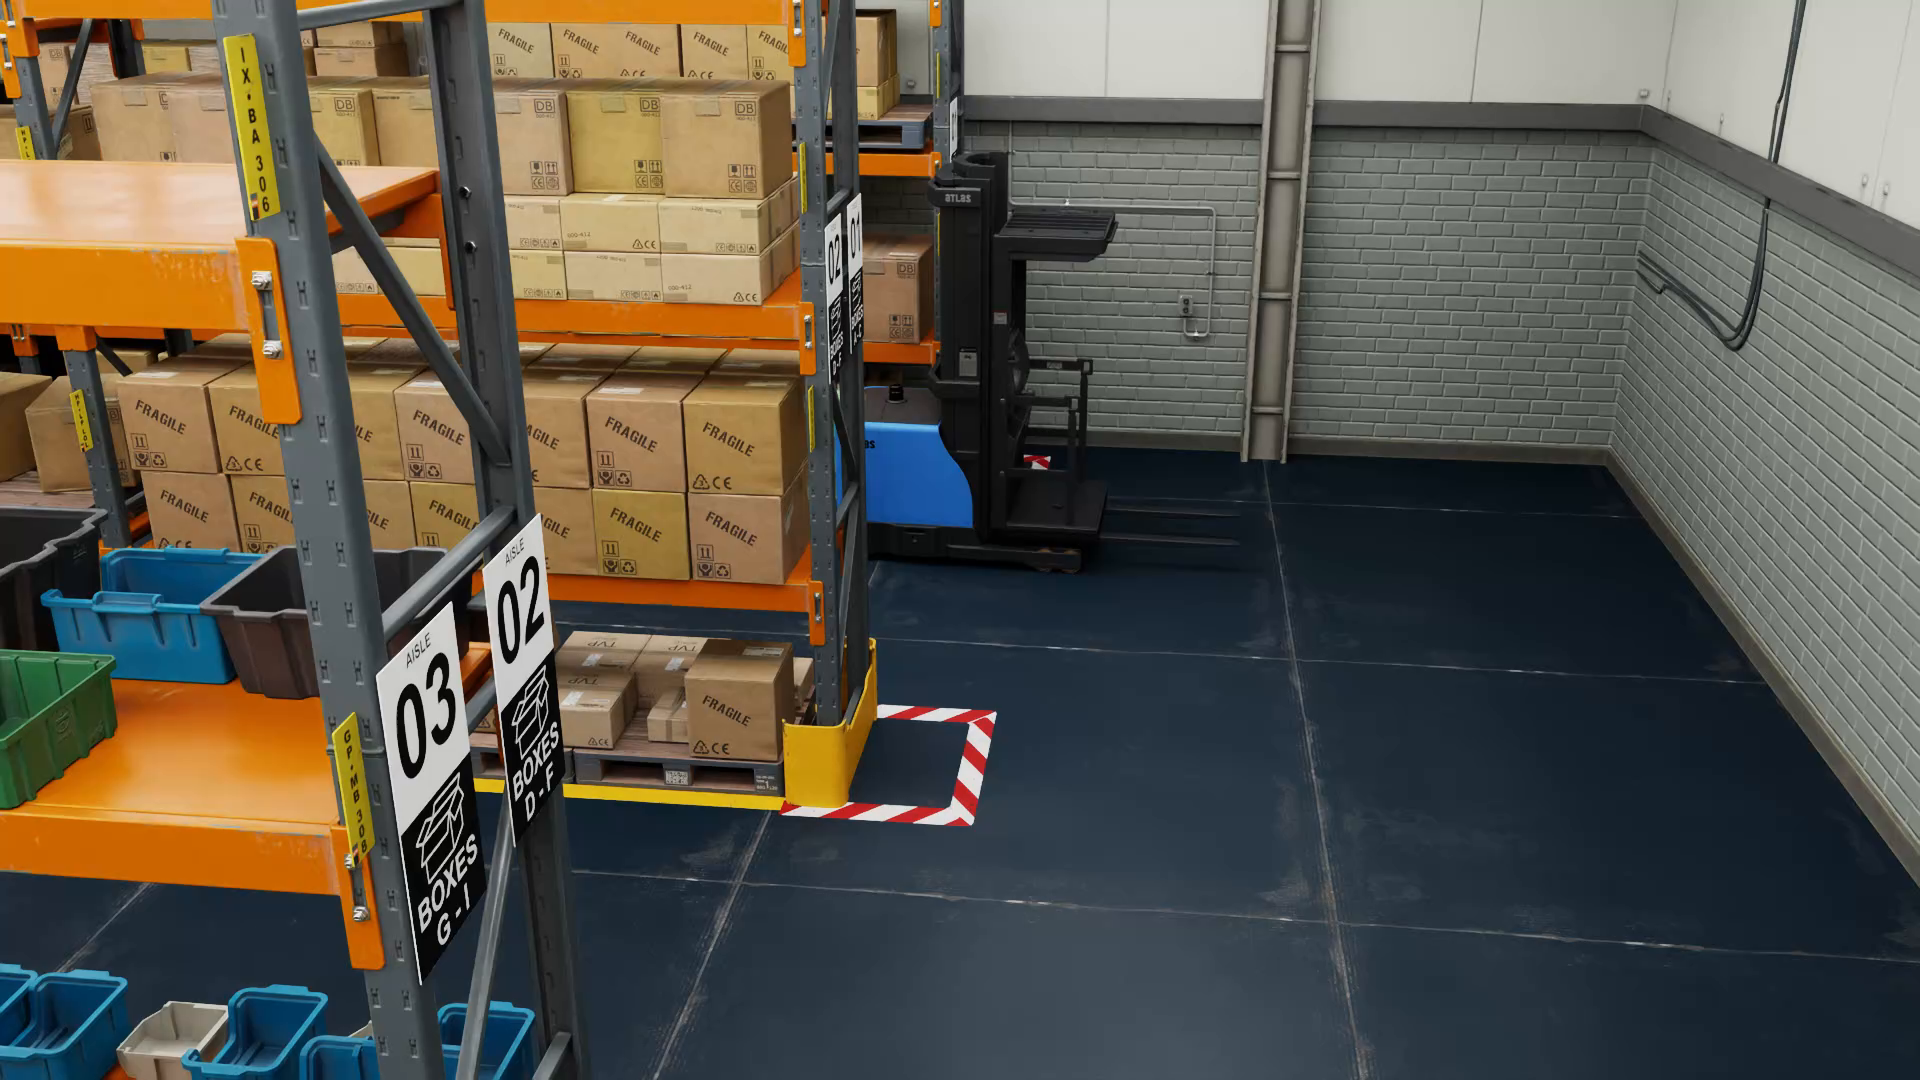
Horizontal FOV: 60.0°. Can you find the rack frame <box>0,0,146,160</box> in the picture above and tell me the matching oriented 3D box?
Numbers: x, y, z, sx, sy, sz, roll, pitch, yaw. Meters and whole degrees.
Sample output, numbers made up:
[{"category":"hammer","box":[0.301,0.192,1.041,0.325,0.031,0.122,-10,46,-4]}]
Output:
[{"category":"rack frame","box":[-4.636,-3.090,8.516,0.127,3.000,1.000,2,22,6]}]

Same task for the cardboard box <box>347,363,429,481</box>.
[{"category":"cardboard box","box":[-3.178,-0.644,8.993,0.500,0.500,0.500,2,22,5]}]

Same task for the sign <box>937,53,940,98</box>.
[{"category":"sign","box":[-0.162,-3.508,12.557,0.005,0.325,0.100,2,22,6]}]

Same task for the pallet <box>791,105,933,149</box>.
[{"category":"pallet","box":[-0.822,-3.318,13.293,1.213,0.211,1.003,2,22,6]}]

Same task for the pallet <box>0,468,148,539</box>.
[{"category":"pallet","box":[-5.417,-0.285,9.843,1.213,0.211,1.003,2,22,6]}]

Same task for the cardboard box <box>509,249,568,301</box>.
[{"category":"cardboard box","box":[-2.198,-1.421,8.578,0.500,0.250,0.500,2,22,6]}]

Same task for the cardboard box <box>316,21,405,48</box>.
[{"category":"cardboard box","box":[-4.915,-4.190,13.623,0.500,0.250,0.500,4,22,10]}]

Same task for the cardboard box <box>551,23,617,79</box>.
[{"category":"cardboard box","box":[-2.871,-3.872,13.050,0.500,0.500,0.500,2,22,5]}]

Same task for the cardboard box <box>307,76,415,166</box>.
[{"category":"cardboard box","box":[-3.171,-2.107,8.613,0.500,0.500,0.700,2,22,6]}]

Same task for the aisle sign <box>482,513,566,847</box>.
[{"category":"aisle sign","box":[-1.144,0.367,4.396,0.004,0.787,0.394,2,22,6]}]

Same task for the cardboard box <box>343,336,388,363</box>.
[{"category":"cardboard box","box":[-3.594,-0.863,9.547,0.500,0.500,0.500,2,22,5]}]

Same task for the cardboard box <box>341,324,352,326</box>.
[{"category":"cardboard box","box":[-5.200,-1.933,14.063,0.250,0.149,0.380,3,22,6]}]

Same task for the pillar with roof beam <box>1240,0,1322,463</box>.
[{"category":"pillar with roof beam","box":[2.192,-3.353,9.181,0.400,9.000,9.100,2,22,6]}]

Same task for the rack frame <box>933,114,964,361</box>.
[{"category":"rack frame","box":[-0.084,-1.936,13.757,0.127,3.000,1.000,2,22,6]}]

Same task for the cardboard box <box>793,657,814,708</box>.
[{"category":"cardboard box","box":[-1.039,0.850,9.988,0.250,0.149,0.380,2,22,6]}]

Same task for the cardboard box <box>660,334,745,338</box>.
[{"category":"cardboard box","box":[-2.072,-2.158,13.909,0.700,0.700,0.980,1,22,4]}]

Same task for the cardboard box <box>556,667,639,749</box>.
[{"category":"cardboard box","box":[-2.172,0.961,9.570,0.500,0.250,0.500,2,22,6]}]

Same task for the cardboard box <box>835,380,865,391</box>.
[{"category":"cardboard box","box":[-0.940,-1.203,13.850,0.250,0.149,0.380,2,22,6]}]

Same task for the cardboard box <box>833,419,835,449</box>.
[{"category":"cardboard box","box":[-0.791,-0.963,14.123,0.500,0.500,0.700,2,22,6]}]

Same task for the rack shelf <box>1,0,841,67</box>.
[{"category":"rack shelf","box":[-2.650,-2.668,8.430,4.000,0.370,1.077,2,22,6]}]

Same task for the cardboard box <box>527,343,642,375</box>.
[{"category":"cardboard box","box":[-2.090,-0.797,9.381,0.500,0.500,0.500,3,22,7]}]

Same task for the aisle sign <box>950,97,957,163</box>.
[{"category":"aisle sign","box":[-0.048,-3.032,12.994,0.004,0.787,0.394,2,22,6]}]

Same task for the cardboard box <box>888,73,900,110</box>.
[{"category":"cardboard box","box":[-0.780,-3.624,13.444,0.500,0.250,0.500,4,22,9]}]

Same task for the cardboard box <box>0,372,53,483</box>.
[{"category":"cardboard box","box":[-5.770,-0.651,9.799,0.500,0.500,0.700,6,22,15]}]

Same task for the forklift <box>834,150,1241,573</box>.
[{"category":"forklift","box":[0.620,-1.327,12.311,3.031,2.935,1.130,3,22,8]}]

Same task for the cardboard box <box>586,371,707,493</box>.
[{"category":"cardboard box","box":[-1.640,-0.579,8.829,0.500,0.500,0.500,3,22,8]}]

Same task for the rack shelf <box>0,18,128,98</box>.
[{"category":"rack shelf","box":[-6.622,-2.656,8.941,4.000,0.370,1.077,2,22,6]}]

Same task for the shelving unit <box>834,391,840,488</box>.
[{"category":"shelving unit","box":[-1.128,-0.683,13.036,0.503,1.200,0.258,4,22,9]}]

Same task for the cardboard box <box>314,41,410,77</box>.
[{"category":"cardboard box","box":[-4.918,-3.833,13.742,0.500,0.500,0.700,1,22,3]}]

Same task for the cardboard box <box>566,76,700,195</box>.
[{"category":"cardboard box","box":[-1.662,-2.102,8.602,0.500,0.500,0.700,2,22,6]}]

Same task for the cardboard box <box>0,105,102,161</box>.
[{"category":"cardboard box","box":[-5.127,-2.032,9.077,0.600,0.600,0.600,0,22,1]}]

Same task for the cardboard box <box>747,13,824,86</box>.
[{"category":"cardboard box","box":[-1.339,-3.809,12.892,0.500,0.500,0.500,3,22,8]}]

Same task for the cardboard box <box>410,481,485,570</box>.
[{"category":"cardboard box","box":[-2.651,-0.160,9.129,0.500,0.500,0.500,2,22,6]}]

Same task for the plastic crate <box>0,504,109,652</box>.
[{"category":"plastic crate","box":[-2.735,0.149,4.489,0.767,0.338,0.504,2,22,6]}]

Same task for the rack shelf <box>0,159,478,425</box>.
[{"category":"rack shelf","box":[-3.236,-0.675,3.929,4.000,0.370,1.077,2,22,6]}]

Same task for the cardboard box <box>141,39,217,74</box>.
[{"category":"cardboard box","box":[-6.460,-3.896,13.899,0.500,0.500,0.700,4,22,9]}]

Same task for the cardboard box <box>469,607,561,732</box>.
[{"category":"cardboard box","box":[-2.770,0.735,9.797,0.637,0.503,0.797,2,22,6]}]

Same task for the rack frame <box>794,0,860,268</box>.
[{"category":"rack frame","box":[-0.664,-2.917,8.079,0.127,3.000,1.000,2,22,6]}]

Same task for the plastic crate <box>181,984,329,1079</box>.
[{"category":"plastic crate","box":[-2.110,1.572,5.030,0.300,0.233,0.416,2,22,6]}]

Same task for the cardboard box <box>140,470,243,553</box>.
[{"category":"cardboard box","box":[-4.162,-0.225,9.294,0.500,0.500,0.500,3,22,8]}]

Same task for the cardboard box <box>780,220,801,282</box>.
[{"category":"cardboard box","box":[-1.144,-1.567,8.949,0.500,0.250,0.500,2,22,6]}]

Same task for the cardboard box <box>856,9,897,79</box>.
[{"category":"cardboard box","box":[-0.781,-3.971,13.302,0.500,0.500,0.500,2,22,4]}]

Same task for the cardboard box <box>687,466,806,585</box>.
[{"category":"cardboard box","box":[-1.140,-0.094,8.961,0.500,0.500,0.500,3,22,8]}]

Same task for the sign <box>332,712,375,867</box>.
[{"category":"sign","box":[-1.299,0.536,3.566,0.005,0.325,0.100,2,22,6]}]

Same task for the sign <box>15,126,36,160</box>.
[{"category":"sign","box":[-4.698,-1.916,8.388,0.005,0.325,0.100,2,22,6]}]

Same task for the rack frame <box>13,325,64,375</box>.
[{"category":"rack frame","box":[-8.029,-2.282,14.632,0.127,3.000,1.000,2,22,6]}]

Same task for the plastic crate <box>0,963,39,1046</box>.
[{"category":"plastic crate","box":[-3.062,1.530,5.135,0.300,0.233,0.416,2,22,6]}]

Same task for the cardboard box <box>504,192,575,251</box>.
[{"category":"cardboard box","box":[-2.196,-1.659,8.499,0.500,0.250,0.500,2,22,6]}]

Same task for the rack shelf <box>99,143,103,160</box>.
[{"category":"rack shelf","box":[-6.043,-3.256,13.994,4.000,0.370,1.077,2,22,6]}]

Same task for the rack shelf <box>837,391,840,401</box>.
[{"category":"rack shelf","box":[-1.128,-1.070,12.883,0.480,0.148,0.258,4,22,9]}]

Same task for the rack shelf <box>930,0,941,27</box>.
[{"category":"rack shelf","box":[-2.070,-4.292,13.078,4.000,0.370,1.077,2,22,6]}]

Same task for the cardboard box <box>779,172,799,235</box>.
[{"category":"cardboard box","box":[-1.143,-1.802,8.862,0.500,0.250,0.500,2,22,6]}]
